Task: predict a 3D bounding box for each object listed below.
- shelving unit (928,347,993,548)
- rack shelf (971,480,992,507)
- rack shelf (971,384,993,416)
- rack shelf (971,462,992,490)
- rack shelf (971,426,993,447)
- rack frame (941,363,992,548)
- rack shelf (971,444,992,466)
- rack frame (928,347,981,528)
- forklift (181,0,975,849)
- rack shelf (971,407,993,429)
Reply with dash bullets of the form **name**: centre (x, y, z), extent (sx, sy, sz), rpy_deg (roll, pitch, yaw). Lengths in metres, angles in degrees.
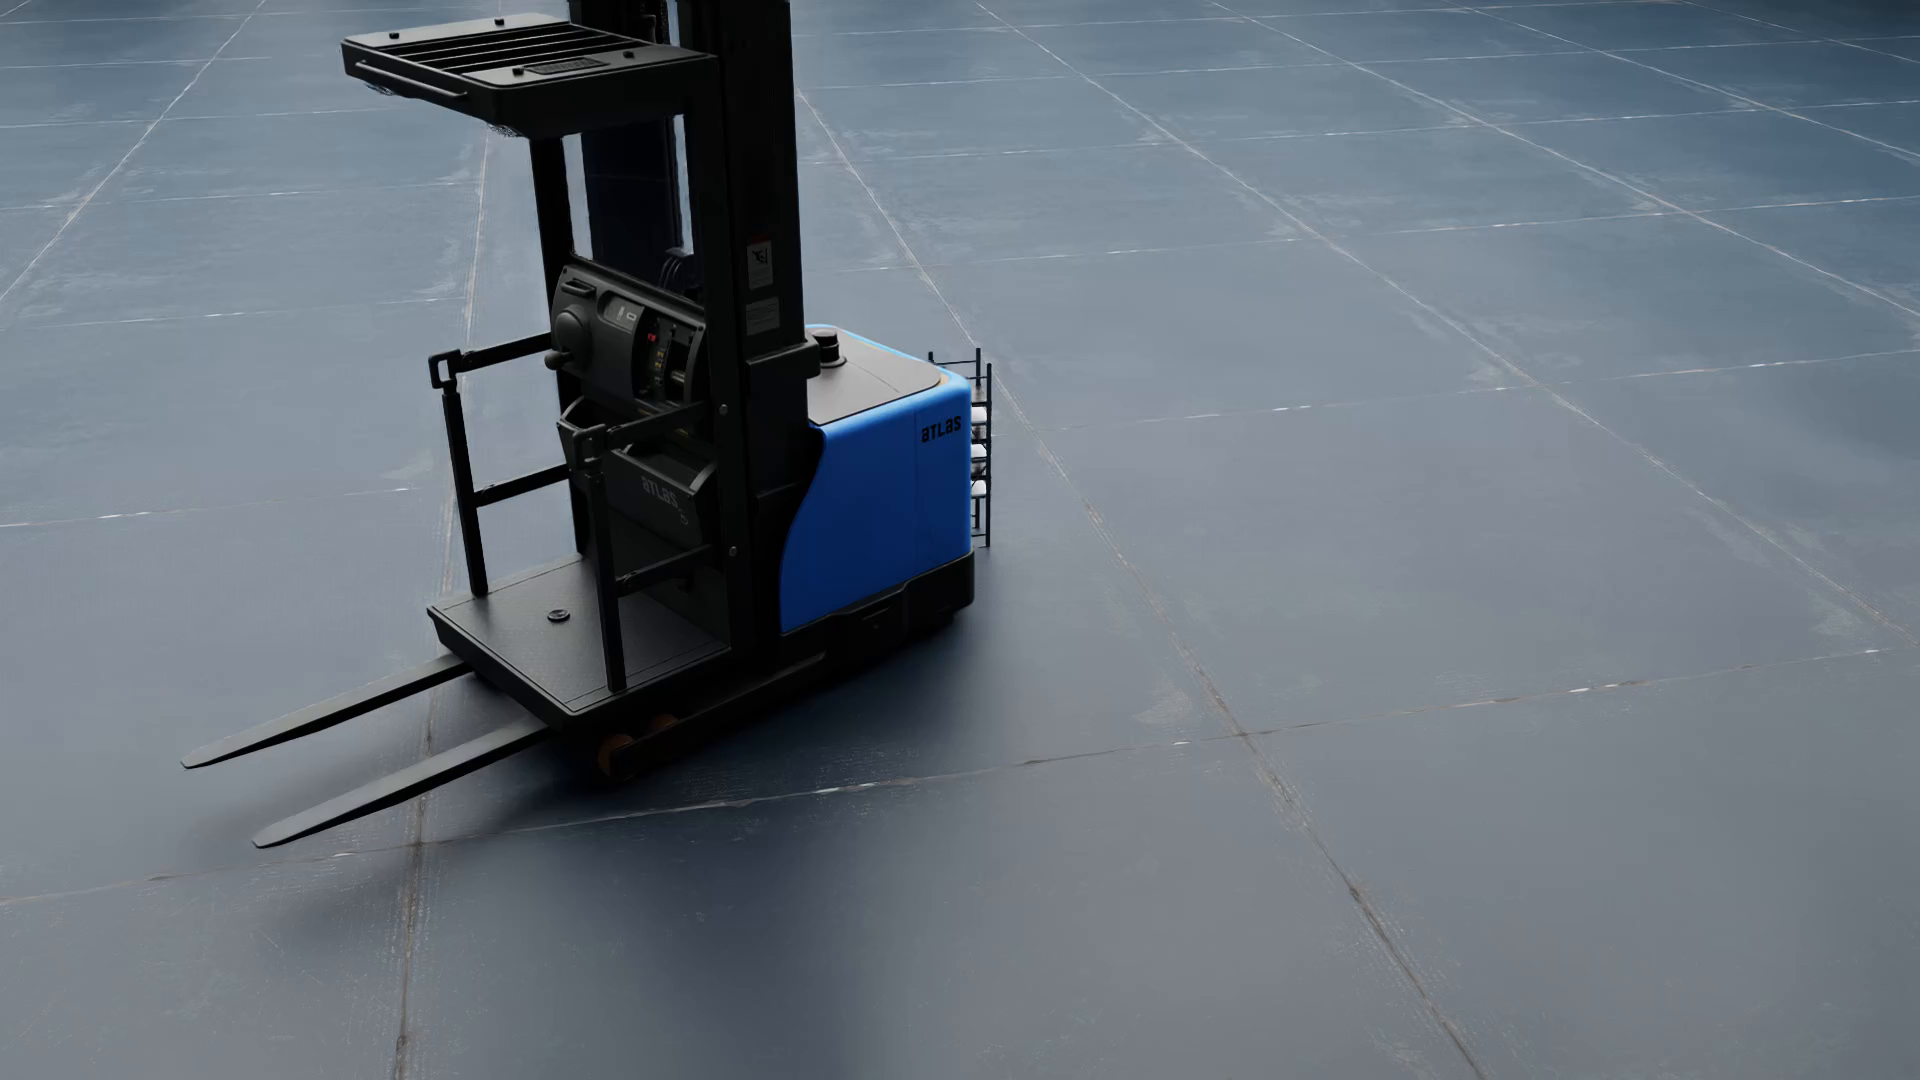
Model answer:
- **shelving unit**: centre (-0.002, -0.405, 7.554), extent (0.258, 0.900, 0.210), rpy_deg (-6, 27, -12)
- **rack shelf**: centre (-0.002, -0.215, 7.650), extent (0.258, 0.077, 0.200), rpy_deg (-6, 27, -12)
- **rack shelf**: centre (-0.002, -0.617, 7.448), extent (0.258, 0.077, 0.200), rpy_deg (-6, 27, -12)
- **rack shelf**: centre (-0.002, -0.295, 7.610), extent (0.258, 0.077, 0.200), rpy_deg (-6, 27, -12)
- **rack shelf**: centre (-0.002, -0.456, 7.529), extent (0.258, 0.077, 0.200), rpy_deg (-6, 27, -12)
- **rack frame**: centre (0.021, -0.361, 7.466), extent (0.240, 0.900, 0.006), rpy_deg (-6, 27, -12)
- **rack shelf**: centre (-0.002, -0.376, 7.569), extent (0.258, 0.077, 0.200), rpy_deg (-6, 27, -12)
- **rack frame**: centre (-0.025, -0.450, 7.643), extent (0.240, 0.900, 0.006), rpy_deg (-6, 27, -12)
- **forklift**: centre (-1.360, -0.701, 5.887), extent (3.031, 2.935, 1.130), rpy_deg (-23, 35, -38)
- **rack shelf**: centre (-0.002, -0.536, 7.488), extent (0.258, 0.077, 0.200), rpy_deg (-6, 27, -12)
